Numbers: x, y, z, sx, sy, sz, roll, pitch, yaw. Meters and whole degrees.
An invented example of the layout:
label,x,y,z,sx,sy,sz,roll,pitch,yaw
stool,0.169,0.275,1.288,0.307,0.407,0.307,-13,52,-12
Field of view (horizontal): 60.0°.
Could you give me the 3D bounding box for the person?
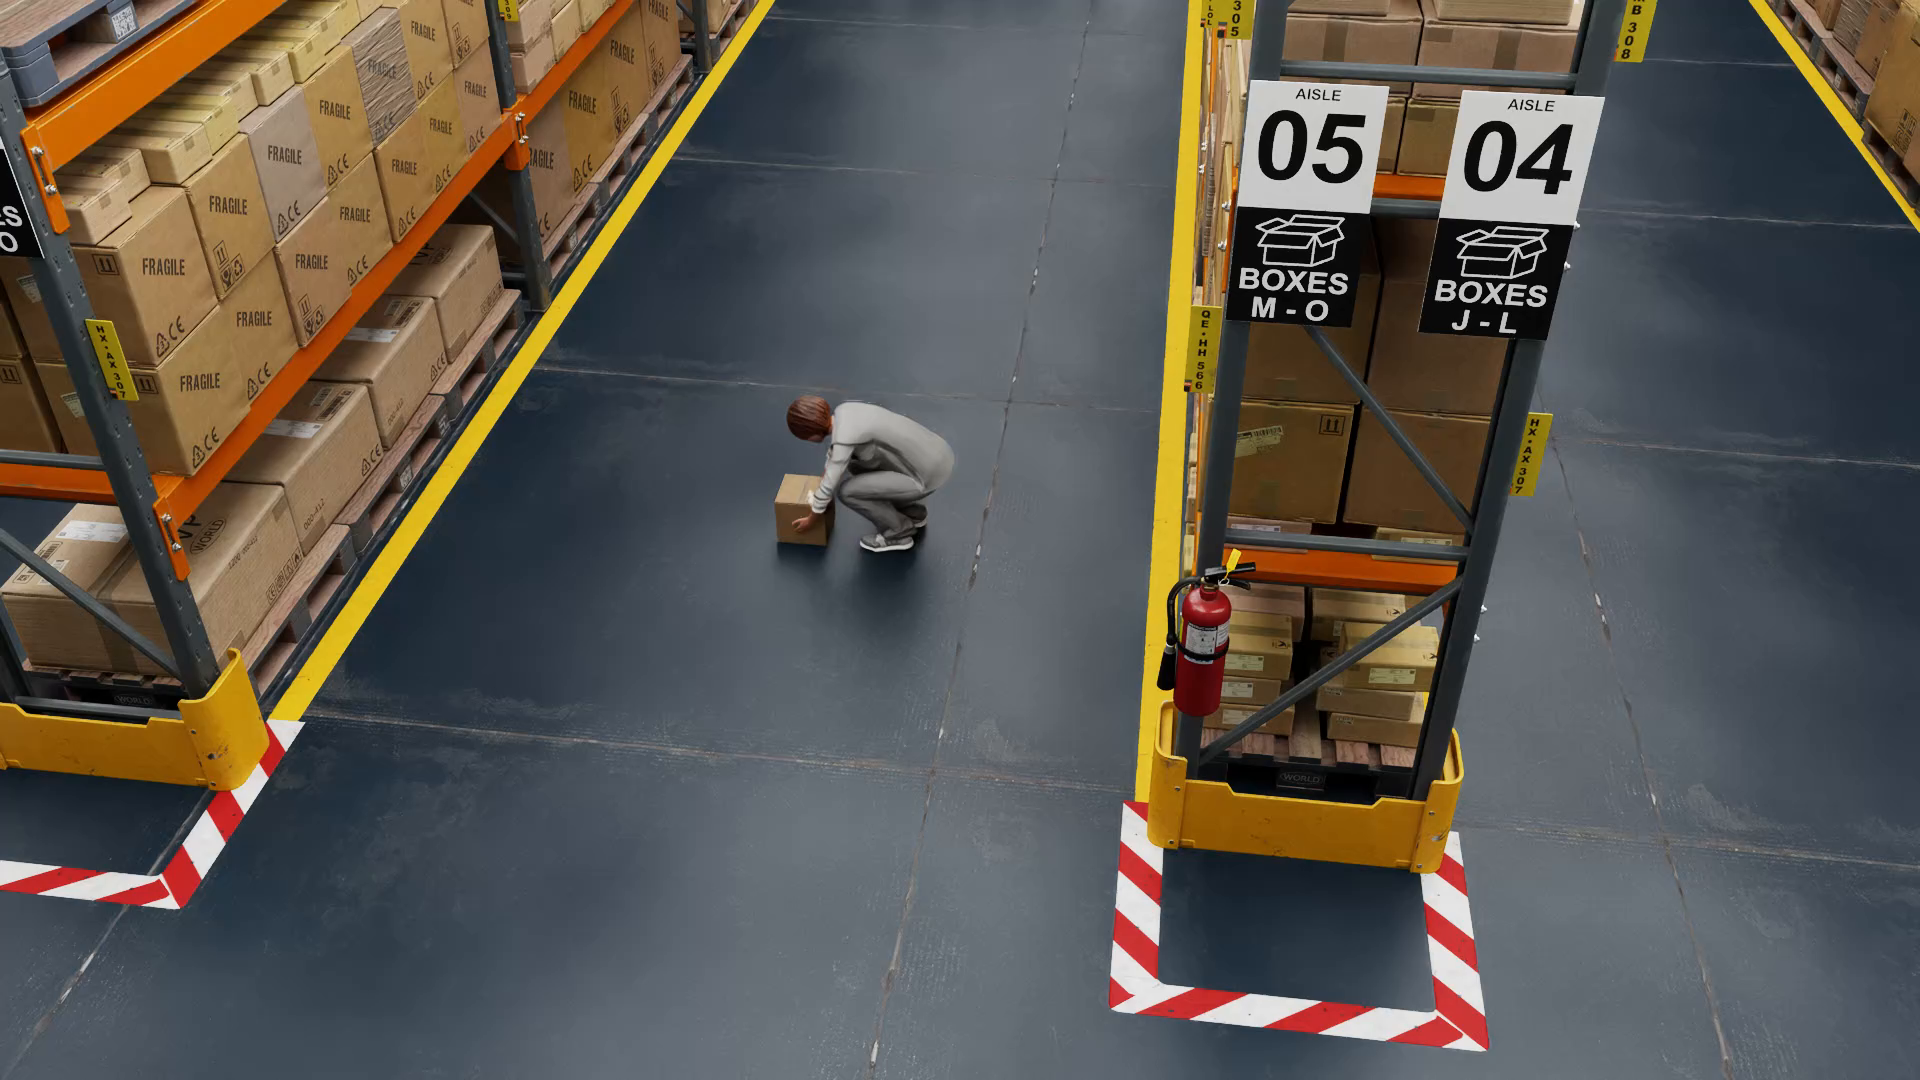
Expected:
label,x,y,z,sx,sy,sz,roll,pitch,yaw
person,-0.429,-0.347,8.166,0.803,0.820,0.443,4,37,6
